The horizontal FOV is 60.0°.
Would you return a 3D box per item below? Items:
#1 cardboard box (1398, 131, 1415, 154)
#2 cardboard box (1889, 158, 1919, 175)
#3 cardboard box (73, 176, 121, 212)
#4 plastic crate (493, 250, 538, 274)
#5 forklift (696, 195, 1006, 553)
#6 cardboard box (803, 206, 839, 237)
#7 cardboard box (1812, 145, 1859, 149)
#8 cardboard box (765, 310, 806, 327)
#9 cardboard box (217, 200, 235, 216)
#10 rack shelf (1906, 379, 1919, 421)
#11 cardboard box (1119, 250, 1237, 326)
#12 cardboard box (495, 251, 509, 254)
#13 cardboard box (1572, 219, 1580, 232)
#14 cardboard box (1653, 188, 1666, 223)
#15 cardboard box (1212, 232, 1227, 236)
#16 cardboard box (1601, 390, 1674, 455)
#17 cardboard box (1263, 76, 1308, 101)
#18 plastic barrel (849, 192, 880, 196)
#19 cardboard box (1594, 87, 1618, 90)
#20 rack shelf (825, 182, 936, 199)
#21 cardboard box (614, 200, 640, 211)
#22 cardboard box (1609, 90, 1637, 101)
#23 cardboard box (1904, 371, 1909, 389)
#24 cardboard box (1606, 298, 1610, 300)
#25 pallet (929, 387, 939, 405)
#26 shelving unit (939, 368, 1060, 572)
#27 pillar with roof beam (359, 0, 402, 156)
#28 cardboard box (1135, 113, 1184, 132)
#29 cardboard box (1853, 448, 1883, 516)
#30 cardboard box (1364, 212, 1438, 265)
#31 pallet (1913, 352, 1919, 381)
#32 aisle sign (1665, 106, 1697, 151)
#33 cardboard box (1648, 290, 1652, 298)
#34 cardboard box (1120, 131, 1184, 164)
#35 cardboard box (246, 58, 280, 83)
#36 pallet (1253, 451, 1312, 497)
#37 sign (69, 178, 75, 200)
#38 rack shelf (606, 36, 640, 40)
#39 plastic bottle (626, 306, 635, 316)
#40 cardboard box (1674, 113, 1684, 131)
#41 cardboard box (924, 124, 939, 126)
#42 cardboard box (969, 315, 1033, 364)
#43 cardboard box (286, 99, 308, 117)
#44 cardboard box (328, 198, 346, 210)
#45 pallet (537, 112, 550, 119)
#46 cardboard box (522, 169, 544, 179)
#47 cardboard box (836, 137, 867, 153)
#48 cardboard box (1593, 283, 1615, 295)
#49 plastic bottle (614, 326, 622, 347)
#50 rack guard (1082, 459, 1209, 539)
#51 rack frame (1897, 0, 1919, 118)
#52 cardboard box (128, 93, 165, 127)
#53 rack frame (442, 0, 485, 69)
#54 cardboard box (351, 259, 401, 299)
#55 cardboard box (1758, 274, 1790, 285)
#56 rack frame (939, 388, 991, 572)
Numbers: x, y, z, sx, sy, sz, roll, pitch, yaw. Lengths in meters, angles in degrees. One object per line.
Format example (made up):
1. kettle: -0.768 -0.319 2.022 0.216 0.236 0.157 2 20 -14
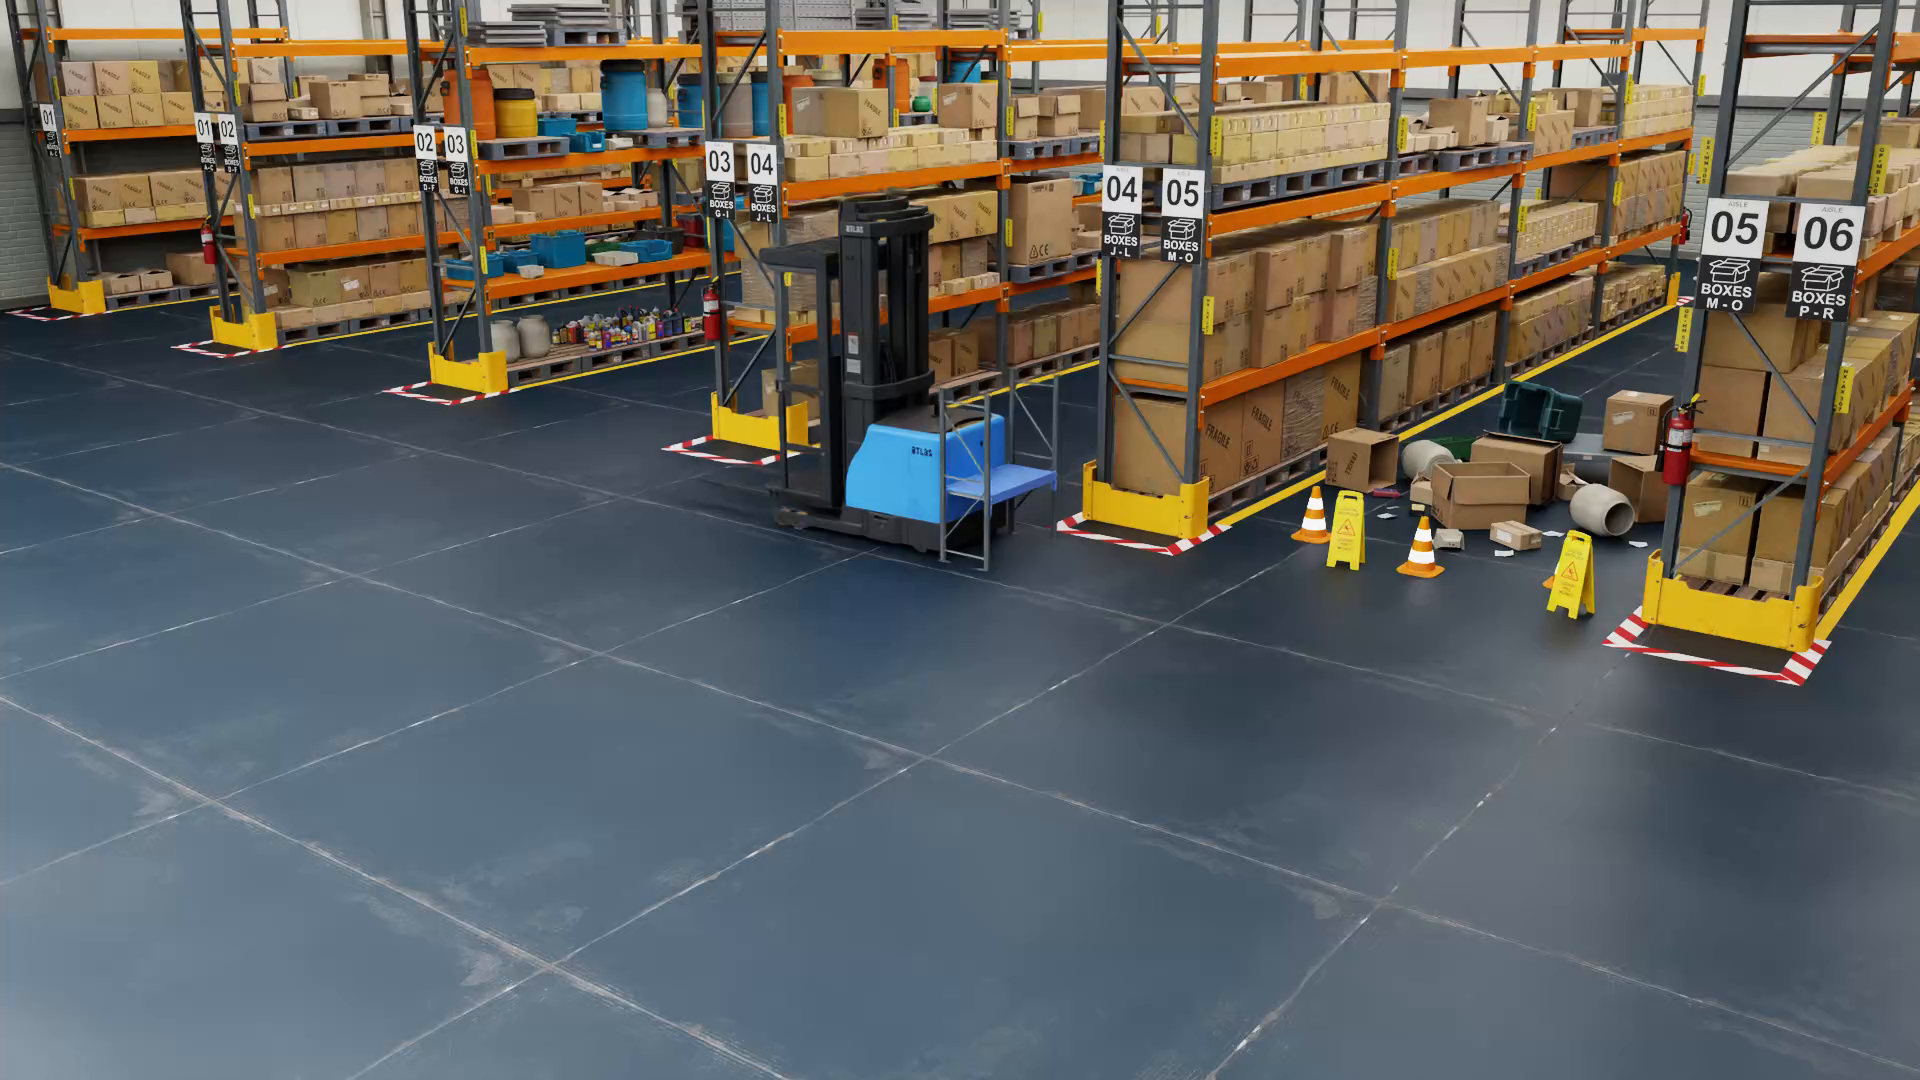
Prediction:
1. cardboard box: 4.637 -4.251 17.667 0.258 0.266 0.396 12 21 34
2. cardboard box: 7.380 -2.943 13.183 0.380 0.149 0.250 13 21 35
3. cardboard box: -13.638 -5.465 26.239 0.500 0.500 0.500 12 21 35
4. plastic crate: -5.758 -3.613 21.570 0.499 0.251 0.408 12 21 35
5. forklift: -1.090 -1.608 14.980 3.031 2.935 1.130 12 21 33
6. cardboard box: -1.379 -3.351 18.119 0.500 0.500 0.500 12 21 35
7. cardboard box: 7.663 -3.360 14.527 0.380 0.149 0.250 12 21 34
8. cardboard box: -1.868 -2.388 17.801 0.380 0.149 0.250 12 21 35
9. cardboard box: -12.410 -5.593 27.916 0.500 0.250 0.500 12 21 34
10. rack shelf: 9.304 -1.817 16.750 1.077 0.370 4.000 12 21 35
11. cardboard box: 1.946 -2.251 14.861 0.875 0.550 0.550 12 21 35
12. cardboard box: -7.484 -4.614 27.527 0.500 0.311 0.500 13 22 36
13. cardboard box: 8.300 -4.346 22.894 0.380 0.149 0.250 12 21 33
14. cardboard box: 10.560 -5.186 25.716 0.500 0.500 0.500 13 21 35
15. cardboard box: 3.653 -4.749 24.811 0.500 0.500 0.500 12 21 34
16. cardboard box: 6.665 -1.159 16.357 0.500 0.500 0.500 12 21 35
17. cardboard box: 5.338 -7.266 26.982 0.700 0.500 0.500 11 20 31
18. plastic barrel: -1.474 -5.164 26.086 0.600 0.536 0.708 12 21 35
19. cardboard box: 9.695 -6.730 25.036 0.380 0.149 0.250 12 21 34
20. rack shelf: -1.842 -7.225 34.165 1.077 0.370 4.000 12 21 35
21. cardboard box: -5.731 -5.756 28.646 0.380 0.149 0.250 12 21 35
22. cardboard box: 9.504 -6.385 23.928 0.380 0.149 0.250 12 21 34
23. cardboard box: 8.166 -1.434 14.726 0.380 0.149 0.250 12 21 34
24. cardboard box: 9.395 -3.527 24.642 0.380 0.149 0.250 13 21 35
25. pallet: -0.944 -1.646 19.687 1.003 0.211 1.213 12 21 35
26. shelving unit: 0.341 -0.616 14.199 0.538 1.500 1.048 12 21 35
27. pillar with roof beam: -7.409 -8.961 28.428 9.100 9.000 0.400 12 21 35
28. cardboard box: 1.772 -3.723 14.820 0.380 0.149 0.250 13 21 35
29. cardboard box: 7.371 -0.498 13.954 0.500 0.500 0.500 14 22 38
30. cardboard box: 4.974 -3.423 18.852 0.700 0.500 0.500 13 21 35
31. pallet: 8.685 -1.749 15.641 1.003 0.211 1.213 12 21 35
32. aisle sign: 11.511 -6.599 26.552 0.394 0.787 0.004 12 21 35
33. cardboard box: 10.782 -3.943 26.482 0.380 0.149 0.250 12 21 34
34. cardboard box: 1.761 -3.499 14.771 0.500 0.250 0.500 13 21 35
35. cardboard box: -11.861 -7.861 28.055 0.500 0.500 0.500 10 20 30
36. pallet: 2.835 -0.744 16.784 1.003 0.211 1.213 12 21 35
37. sign: -13.728 -5.426 25.699 0.100 0.325 0.005 12 21 35
38. rack shelf: -8.205 -9.821 33.082 1.077 0.370 4.000 12 21 35
39. plastic bottle: -4.638 -3.137 23.511 0.144 0.351 0.185 13 22 36
40. cardboard box: 10.870 -6.476 25.735 0.500 0.250 0.500 12 21 35
41. cardboard box: -0.287 -4.964 20.193 0.380 0.149 0.250 12 21 33
42. cardboard box: 0.537 -2.594 21.512 0.700 0.500 0.500 11 20 31
43. cardboard box: -9.709 -6.183 23.848 0.500 0.250 0.500 12 21 35
44. cardboard box: -9.163 -4.893 24.180 0.380 0.149 0.250 12 21 33
45. pallet: -7.285 -6.740 26.656 0.805 0.209 1.217 11 21 33
46. cardboard box: -8.583 -7.407 32.833 0.500 0.500 0.500 13 22 36
47. cardboard box: -1.229 -4.295 18.038 0.380 0.149 0.250 12 21 35
48. cardboard box: 9.538 -3.733 24.802 0.380 0.149 0.250 12 21 34
49. plastic bottle: -4.613 -2.747 22.391 0.097 0.271 0.097 0 17 0
50. rack guard: 1.679 -0.383 15.133 1.175 0.500 0.348 12 21 35
51. rack frame: 10.496 -5.502 17.287 1.000 3.000 0.127 12 21 35
52. cardboard box: -13.109 -6.880 26.580 0.500 0.500 0.500 14 22 37
53. rack frame: -9.397 -9.879 31.382 1.000 3.000 0.127 12 21 35
54. cardboard box: -8.789 -3.925 24.988 0.500 0.500 0.500 12 21 35
55. cardboard box: 6.387 -1.818 13.184 0.700 0.500 0.500 12 21 34
56. rack frame: 0.040 -0.495 13.808 0.500 1.500 0.032 12 21 35
